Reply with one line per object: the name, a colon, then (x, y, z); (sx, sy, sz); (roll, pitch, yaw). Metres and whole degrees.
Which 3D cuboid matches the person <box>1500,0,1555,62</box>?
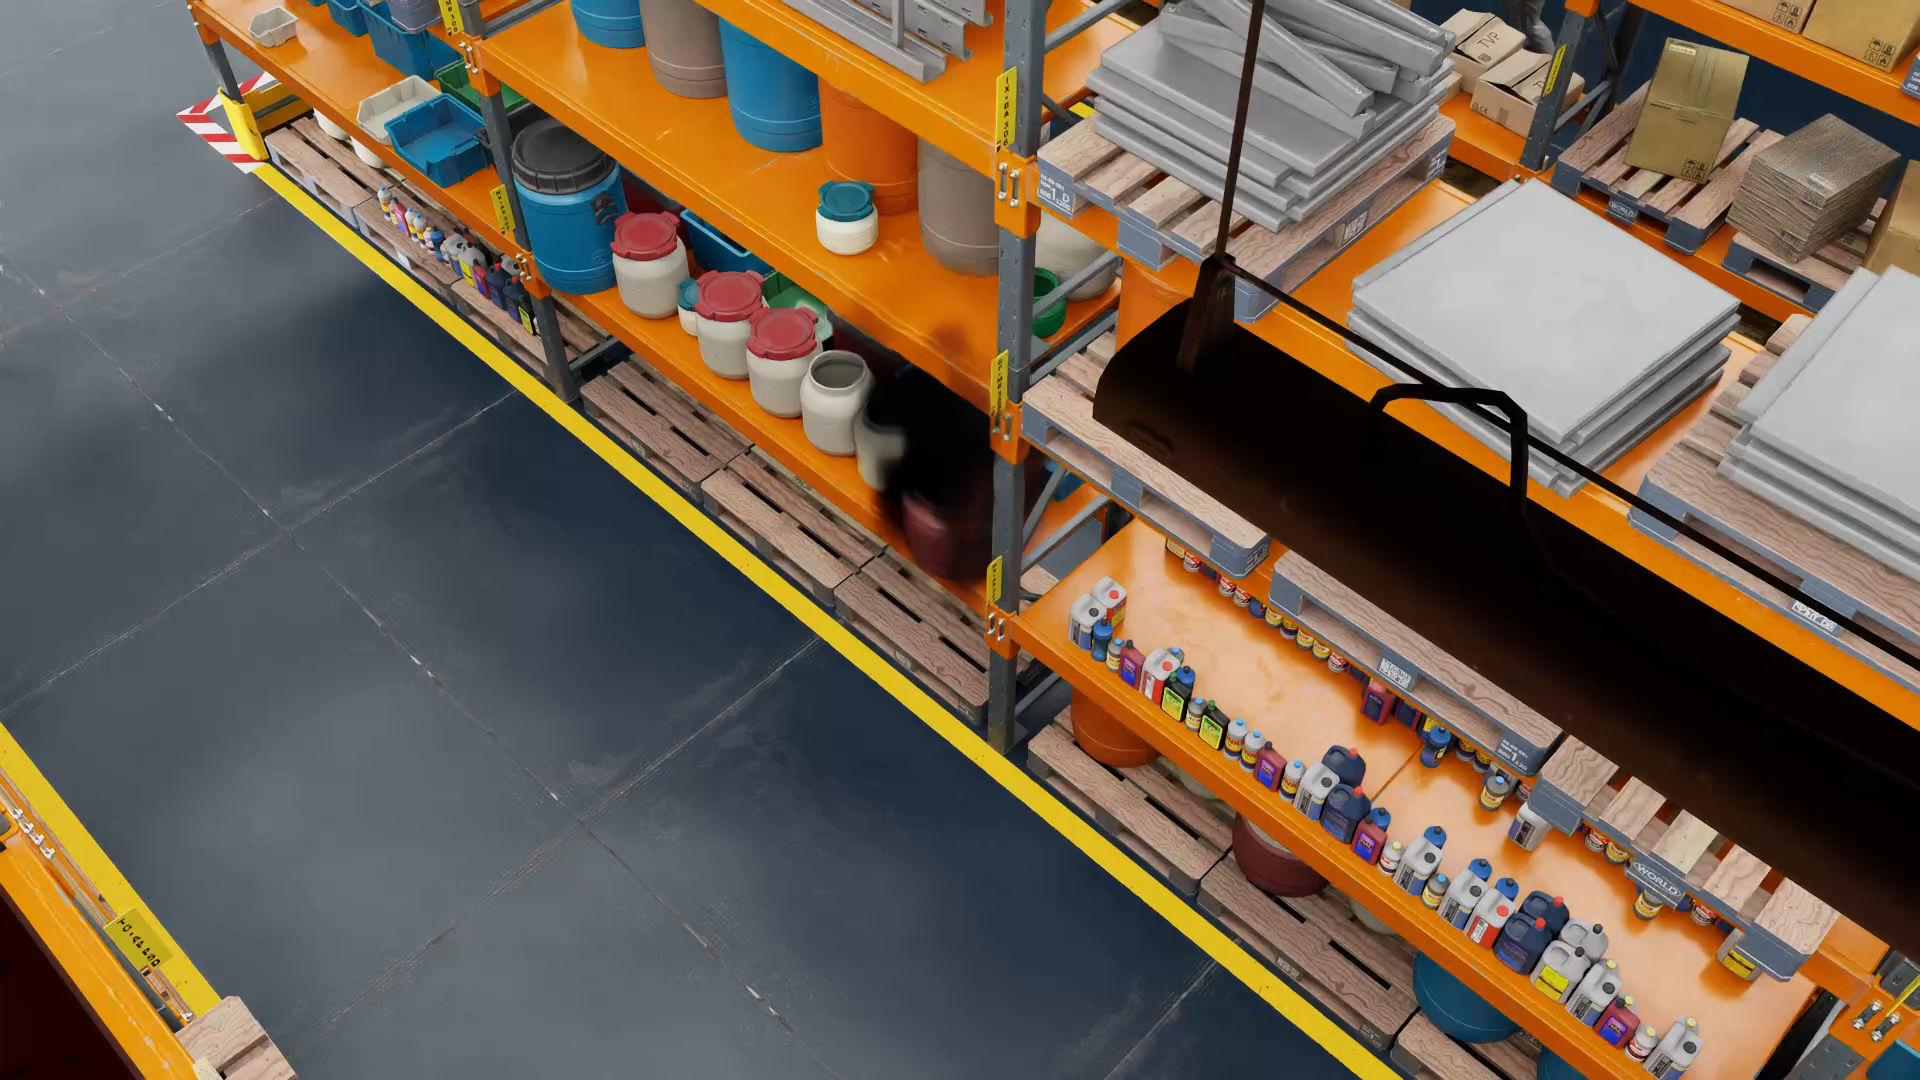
person: (4.518, -4.434, 12.965); (0.764, 1.738, 0.676); (31, 56, 23)
